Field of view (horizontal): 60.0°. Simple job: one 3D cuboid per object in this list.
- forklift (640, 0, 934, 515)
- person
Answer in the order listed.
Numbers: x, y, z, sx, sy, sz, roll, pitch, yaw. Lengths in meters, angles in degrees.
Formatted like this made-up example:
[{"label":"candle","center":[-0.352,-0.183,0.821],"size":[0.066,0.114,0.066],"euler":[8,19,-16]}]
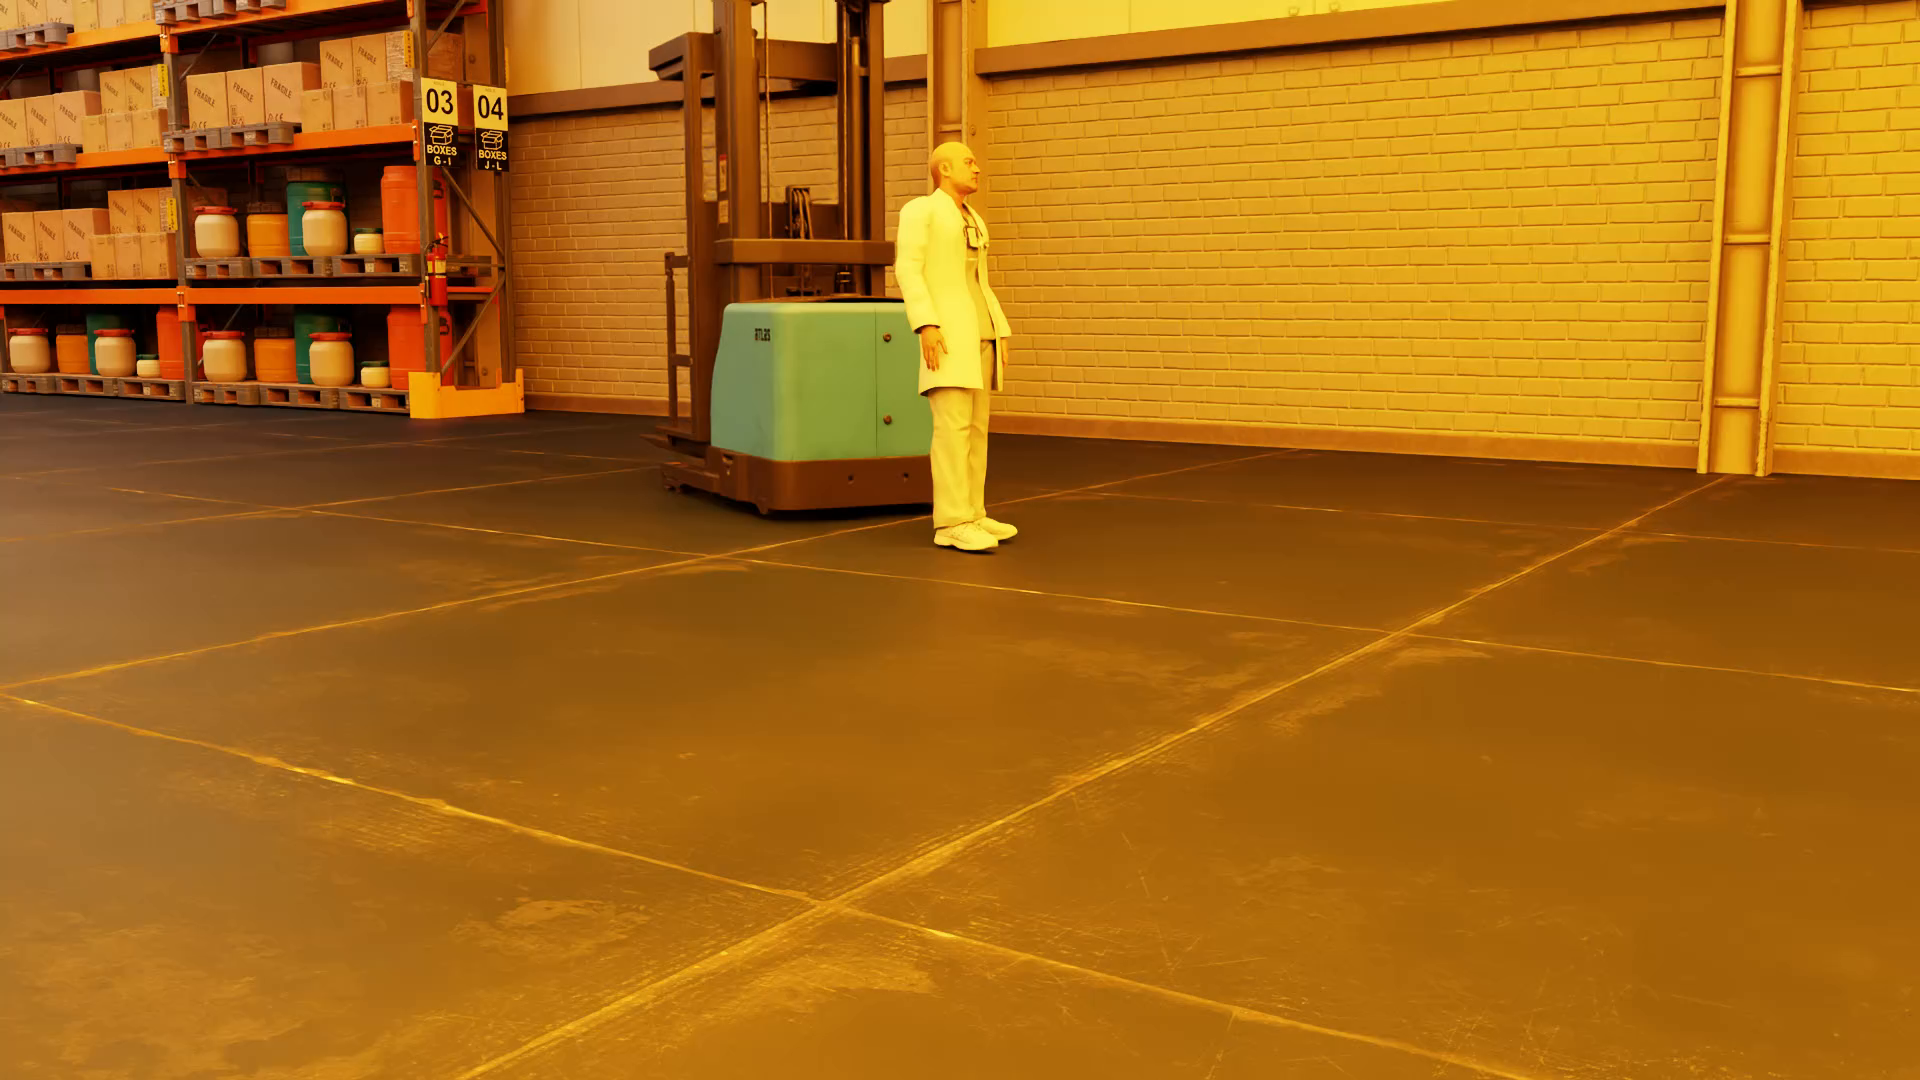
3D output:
[{"label":"forklift","center":[-1.092,-1.742,9.442],"size":[1.130,2.935,3.031],"euler":[-4,9,-27]},{"label":"person","center":[0.072,-0.879,7.424],"size":[0.581,1.775,0.694],"euler":[5,10,34]}]
